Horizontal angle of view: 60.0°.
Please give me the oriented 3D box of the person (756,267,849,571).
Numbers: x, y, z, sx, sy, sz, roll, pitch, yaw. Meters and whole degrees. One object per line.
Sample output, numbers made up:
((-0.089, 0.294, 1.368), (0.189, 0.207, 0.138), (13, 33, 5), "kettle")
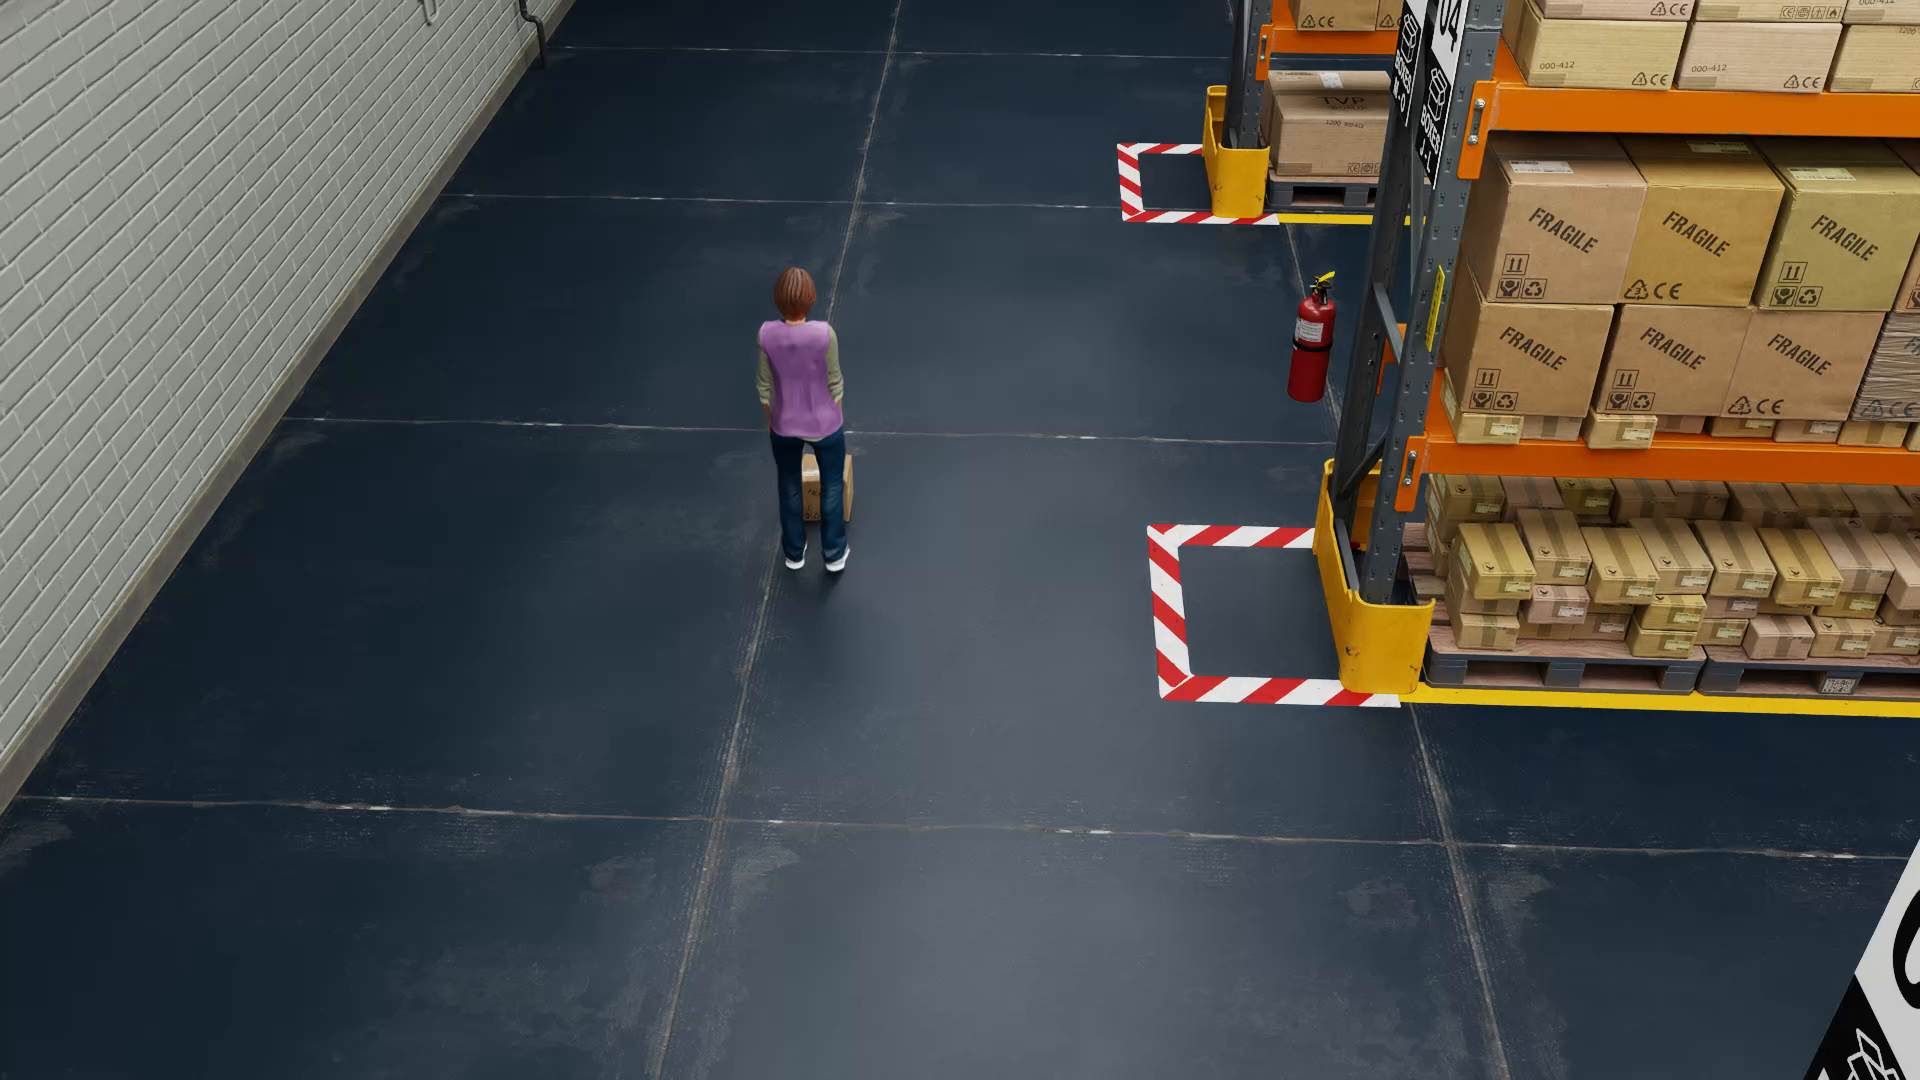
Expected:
((-0.748, -0.545, 7.878), (0.409, 1.592, 0.307), (2, 36, 3), "person")
